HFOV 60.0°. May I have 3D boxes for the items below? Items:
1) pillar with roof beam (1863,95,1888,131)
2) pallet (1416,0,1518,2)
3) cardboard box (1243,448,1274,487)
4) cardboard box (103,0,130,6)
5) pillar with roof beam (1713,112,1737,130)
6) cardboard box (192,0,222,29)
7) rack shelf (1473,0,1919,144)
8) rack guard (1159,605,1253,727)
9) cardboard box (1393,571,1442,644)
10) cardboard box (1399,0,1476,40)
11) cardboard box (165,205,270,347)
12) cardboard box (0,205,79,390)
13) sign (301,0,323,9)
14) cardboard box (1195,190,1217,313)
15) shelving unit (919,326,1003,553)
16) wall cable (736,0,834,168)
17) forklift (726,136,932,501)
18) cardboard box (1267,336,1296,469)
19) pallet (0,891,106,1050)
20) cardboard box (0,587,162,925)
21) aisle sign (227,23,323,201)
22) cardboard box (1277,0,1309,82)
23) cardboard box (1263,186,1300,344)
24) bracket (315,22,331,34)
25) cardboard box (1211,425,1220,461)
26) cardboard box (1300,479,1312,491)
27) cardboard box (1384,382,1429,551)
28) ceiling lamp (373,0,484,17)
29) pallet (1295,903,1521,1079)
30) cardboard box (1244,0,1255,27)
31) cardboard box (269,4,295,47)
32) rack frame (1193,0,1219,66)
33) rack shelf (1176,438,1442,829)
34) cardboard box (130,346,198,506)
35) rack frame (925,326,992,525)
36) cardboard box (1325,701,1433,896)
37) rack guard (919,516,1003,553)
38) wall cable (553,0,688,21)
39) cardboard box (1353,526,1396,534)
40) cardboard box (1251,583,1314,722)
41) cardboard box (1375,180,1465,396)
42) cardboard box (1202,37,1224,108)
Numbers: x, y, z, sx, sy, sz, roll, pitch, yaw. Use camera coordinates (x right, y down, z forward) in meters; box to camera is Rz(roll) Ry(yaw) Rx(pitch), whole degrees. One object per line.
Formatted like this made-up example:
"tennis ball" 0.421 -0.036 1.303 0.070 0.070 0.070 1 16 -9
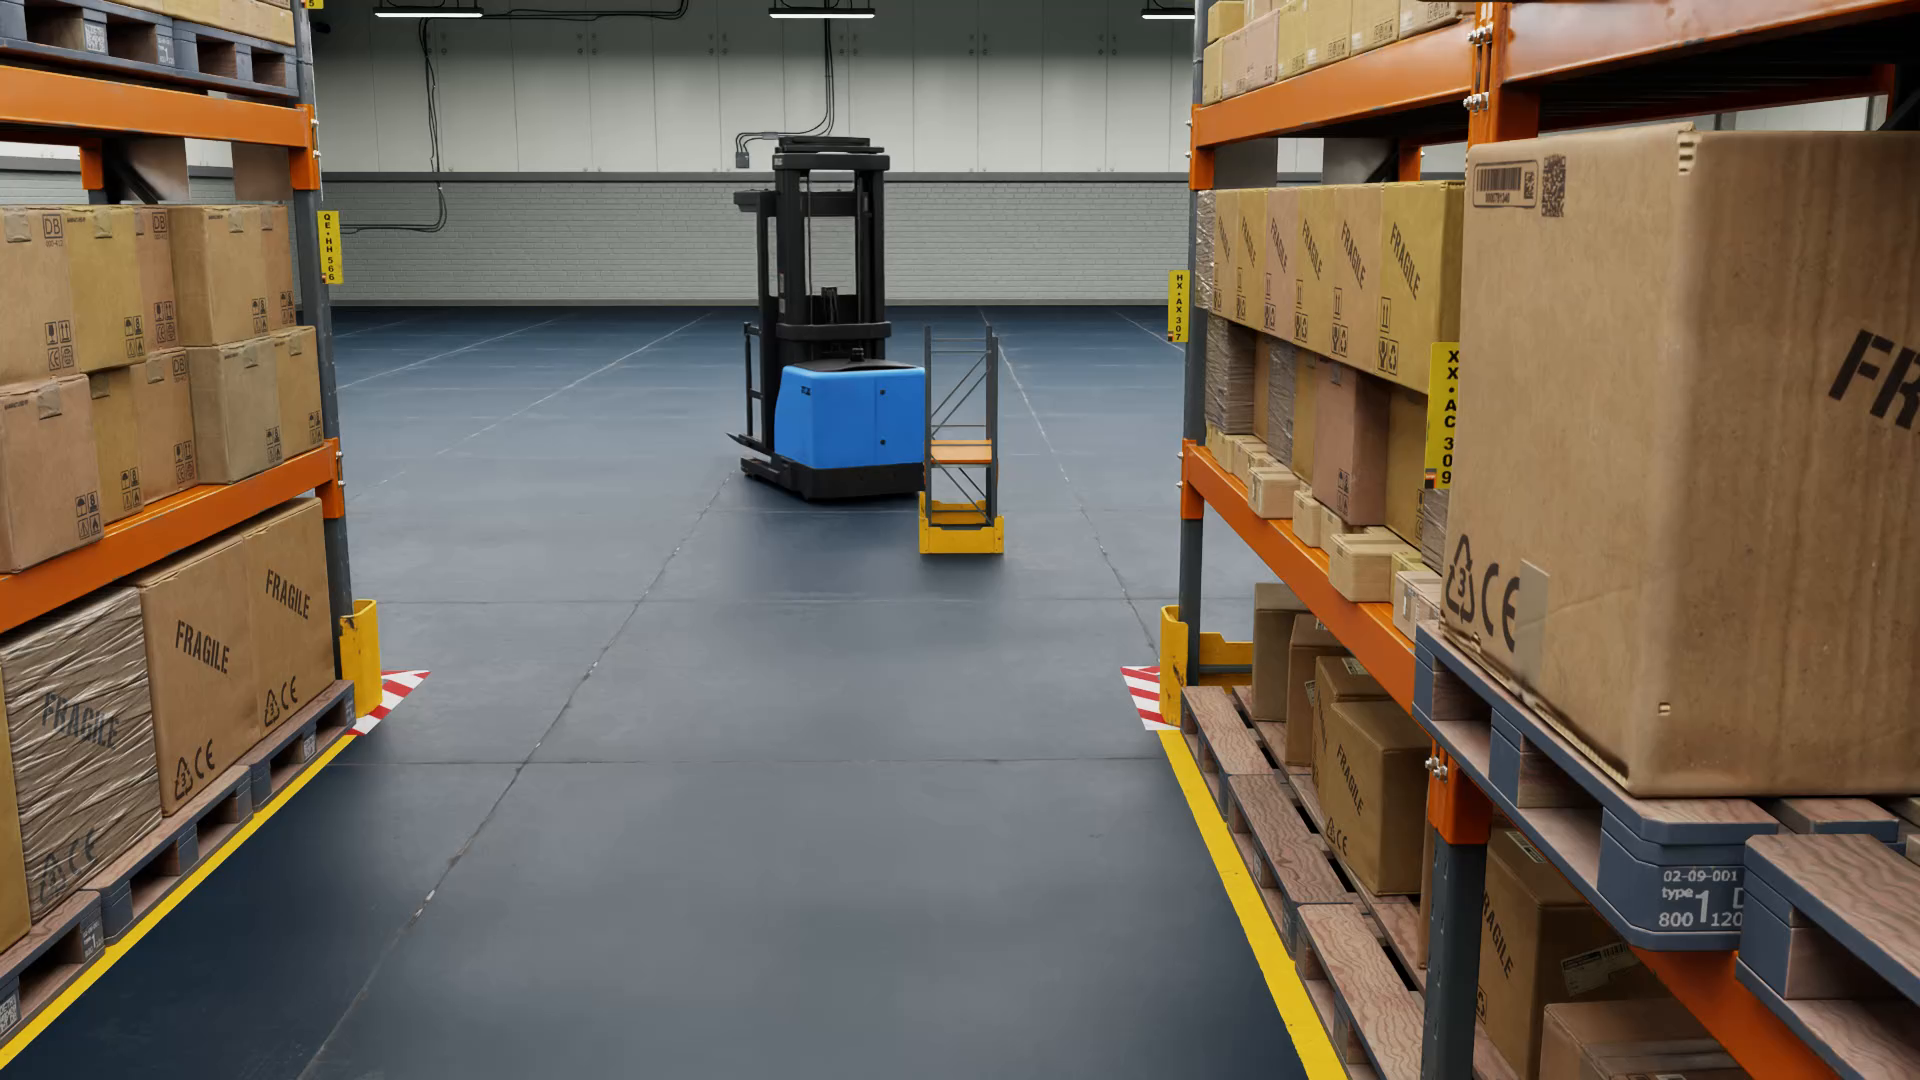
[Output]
"pillar with roof beam" 12.484 -8.268 30.180 9.100 9.000 0.400 0 11 -1
"pallet" 1.537 -1.109 2.909 1.213 0.211 1.003 0 11 -1
"cardboard box" 1.315 -0.270 6.476 0.380 0.149 0.250 0 11 -1
"cardboard box" -3.037 -1.883 5.575 0.380 0.149 0.250 0 11 0
"pillar with roof beam" 12.360 -9.461 36.059 9.100 9.000 0.548 0 11 -1
"cardboard box" -3.053 -2.035 6.323 0.380 0.149 0.250 0 11 -1
"rack shelf" 1.672 -0.574 1.609 1.077 0.370 4.000 0 11 -1
"rack guard" 1.549 0.591 7.889 1.175 0.500 0.348 0 11 -1
"cardboard box" 1.336 0.178 4.271 0.380 0.149 0.250 0 11 -1
"cardboard box" 1.360 -1.340 3.954 0.500 0.250 0.500 0 11 1
"cardboard box" -3.341 -1.069 6.690 0.875 0.550 0.550 0 11 -1
"cardboard box" -3.305 -0.747 5.103 0.875 0.550 0.550 0 11 -1
"sign" -2.871 -2.514 7.333 0.100 0.325 0.005 0 11 -1
"cardboard box" 1.287 -1.224 7.032 0.500 0.500 0.500 0 11 -1
"shelving unit" -0.002 -0.750 11.985 0.587 1.500 1.083 0 11 -1
"wall cable" -4.076 -11.642 38.260 2.305 6.003 0.169 0 11 -1
"forklift" -1.309 -2.005 14.573 1.130 2.935 3.031 -5 13 -24
"cardboard box" 1.629 -0.536 6.158 0.875 0.500 0.500 0 11 -1
"pallet" -3.268 1.361 4.818 1.003 0.211 1.213 0 11 -1
"cardboard box" -3.296 0.677 5.465 0.875 0.875 0.875 0 11 -1
"aisle sign" -3.115 -1.938 7.531 0.394 0.787 0.004 0 11 -1
"cardboard box" 1.338 -1.645 5.454 0.500 0.250 0.500 0 11 1
"cardboard box" 1.318 -0.925 5.562 0.500 0.500 0.500 0 11 -1
"bracket" -14.532 -11.668 37.886 0.235 0.232 0.430 0 11 -1
"cardboard box" 1.301 -0.419 7.211 0.380 0.149 0.250 0 11 -1
"cardboard box" 1.387 -0.121 5.742 0.380 0.149 0.250 0 11 -1
"cardboard box" 1.708 -0.238 4.689 0.875 0.500 0.500 0 11 -1
"ceiling lamp" -10.001 -11.461 31.238 2.000 3.185 0.800 0 11 -1
"pallet" 1.581 1.379 4.730 1.003 0.211 1.213 0 11 -1
"cardboard box" 1.294 -2.029 6.348 0.380 0.149 0.250 0 11 1
"cardboard box" -3.068 -2.186 7.070 0.380 0.149 0.250 0 11 -1
"rack frame" 1.548 -3.589 7.119 1.000 3.000 0.127 0 11 -1
"rack shelf" 1.589 0.101 5.827 1.077 0.370 4.000 0 11 -1
"cardboard box" -3.441 -0.428 6.246 0.875 0.550 0.550 0 11 -1
"rack frame" -0.012 -0.853 12.492 0.500 1.500 0.032 0 11 -1
"cardboard box" 1.551 0.849 5.563 0.500 0.500 0.500 -1 12 -6
"rack guard" 0.009 -0.039 11.621 0.587 0.250 0.087 0 11 -1
"wall cable" -7.769 -13.146 37.893 3.097 2.526 0.112 0 11 -1
"cardboard box" 1.401 0.028 5.007 0.380 0.149 0.250 0 11 -1
"cardboard box" 1.544 0.494 7.310 0.500 0.500 0.500 2 12 9
"cardboard box" 1.346 -0.627 4.092 0.500 0.500 0.500 0 11 -1
"cardboard box" 1.299 -1.949 6.954 0.500 0.250 0.500 0 11 1
